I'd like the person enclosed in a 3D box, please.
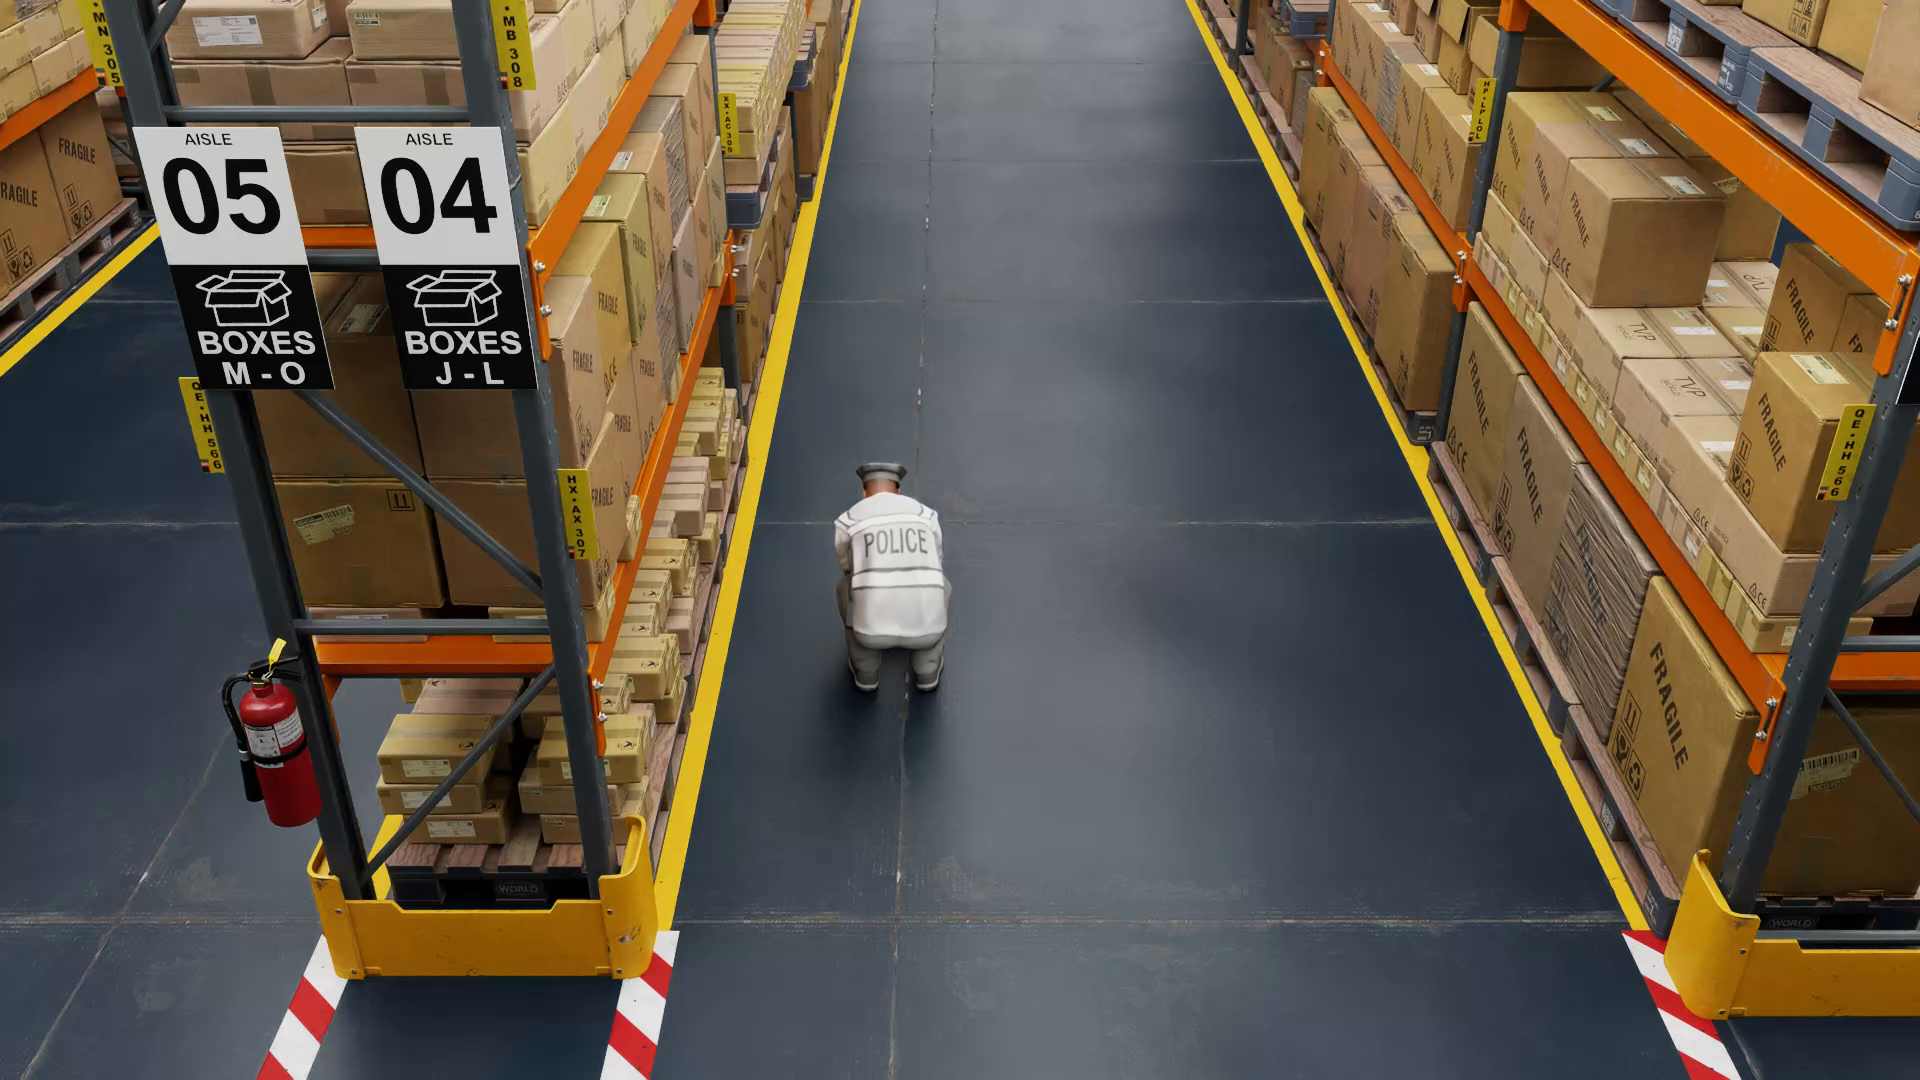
[{"bbox_3d":[-0.308,0.190,7.718,0.548,0.901,0.968,-1,31,-1],"label":"person"}]
